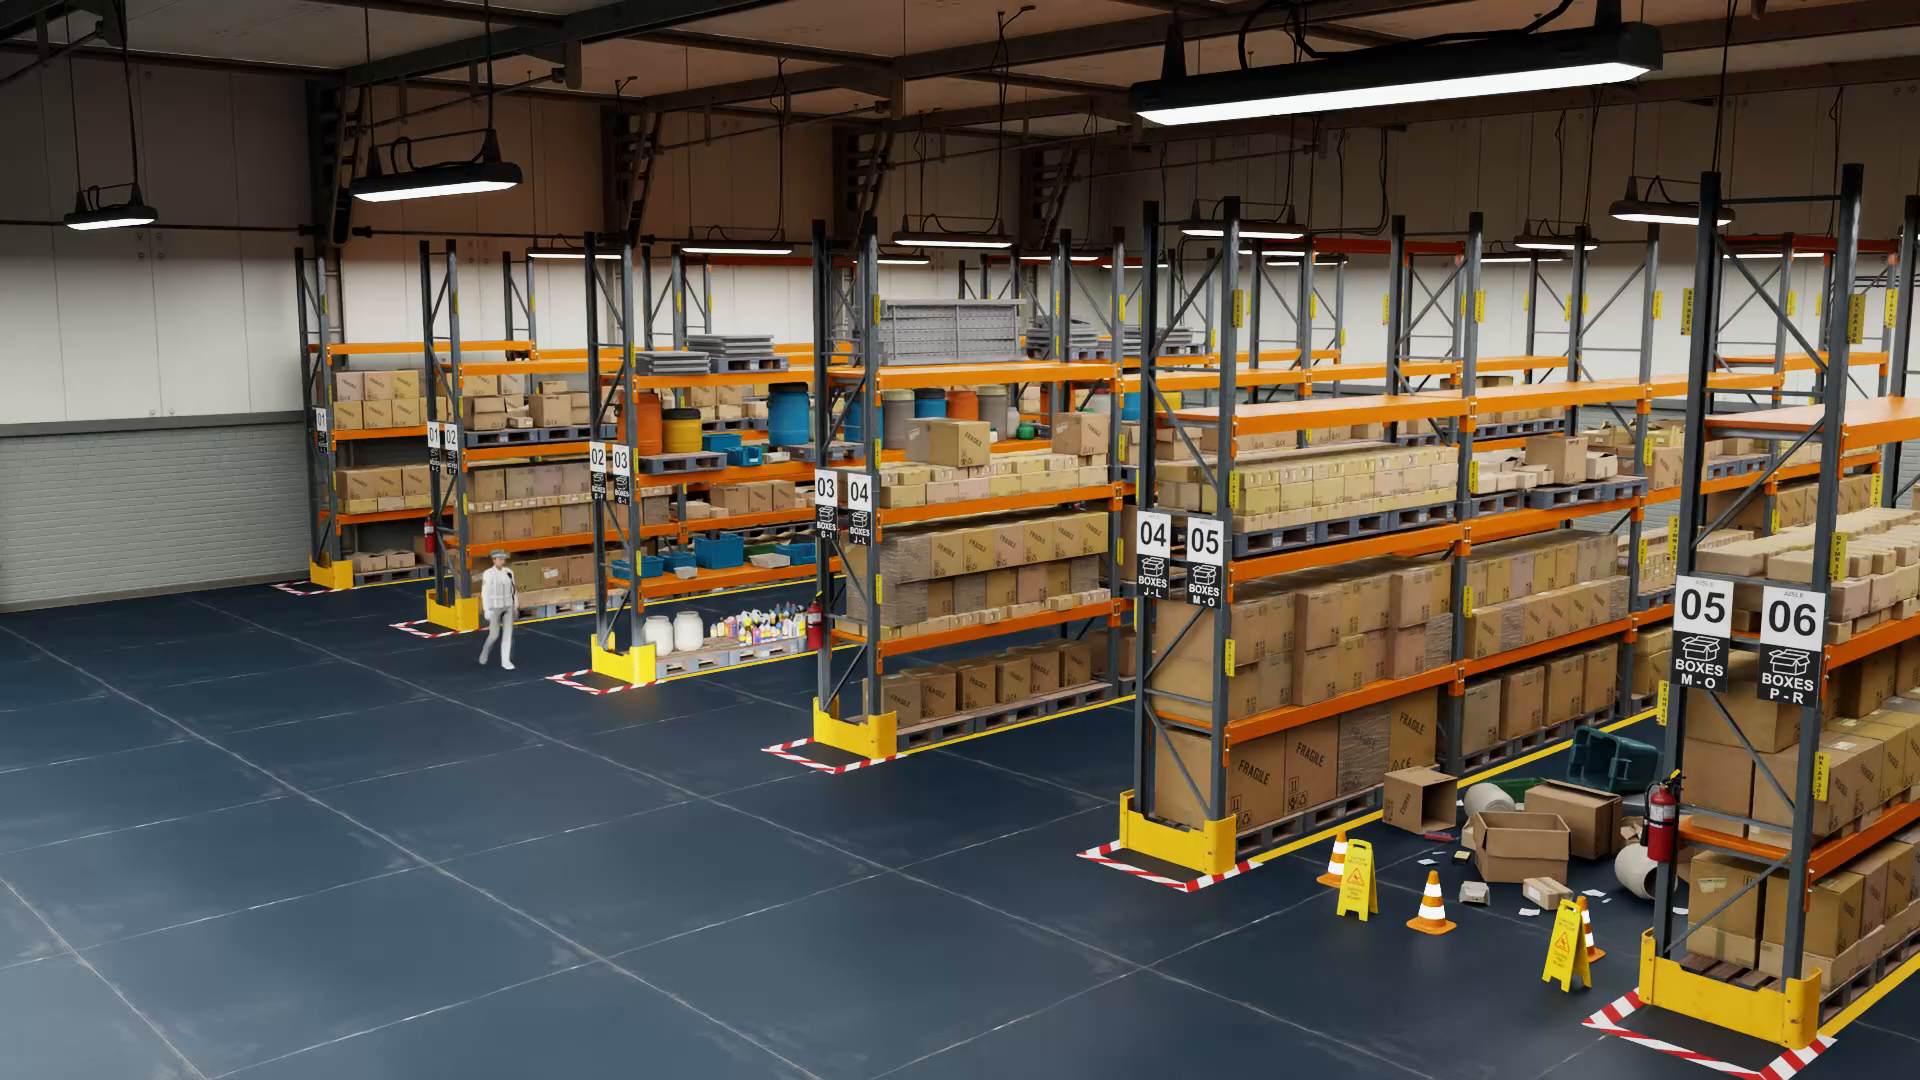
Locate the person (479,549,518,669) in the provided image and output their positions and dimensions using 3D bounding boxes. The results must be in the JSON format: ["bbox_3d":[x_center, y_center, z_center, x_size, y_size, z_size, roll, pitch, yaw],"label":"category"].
[{"bbox_3d":[-6.408,0.942,23.107,0.503,1.676,0.522,-8,11,-43],"label":"person"}]
